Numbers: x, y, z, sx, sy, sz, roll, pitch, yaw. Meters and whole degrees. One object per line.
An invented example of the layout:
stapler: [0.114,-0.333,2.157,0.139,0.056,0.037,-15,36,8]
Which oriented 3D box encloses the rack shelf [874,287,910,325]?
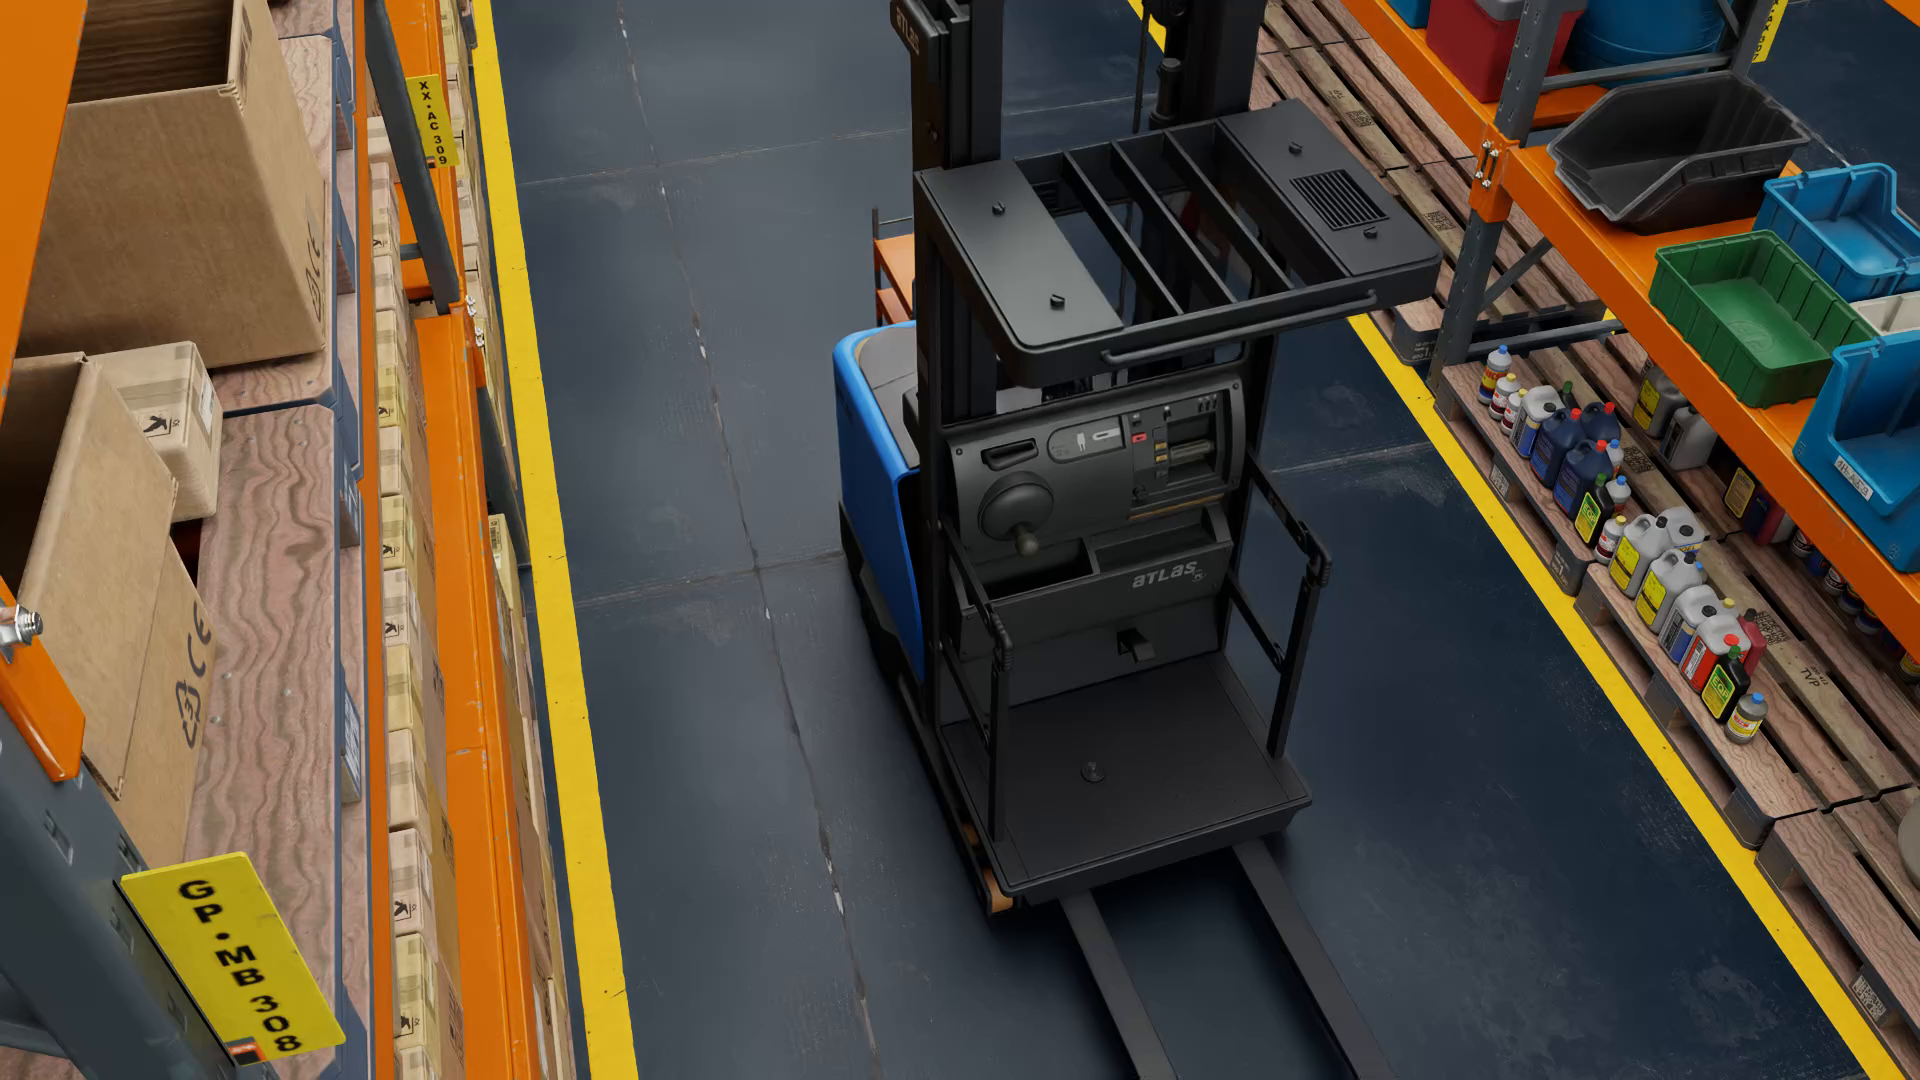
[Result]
rack shelf: [-0.139,-0.813,6.488,0.258,0.148,0.480,-14,47,-13]

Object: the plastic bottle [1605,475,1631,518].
plastic bottle: [2.505,-0.139,6.388,0.097,0.271,0.097,0,46,0]

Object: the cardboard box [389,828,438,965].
cardboard box: [-1.275,0.765,3.375,0.380,0.149,0.250,-11,47,-11]

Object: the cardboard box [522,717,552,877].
cardboard box: [-1.621,0.890,5.409,0.500,0.250,0.500,-11,47,-10]

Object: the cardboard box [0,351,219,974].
cardboard box: [-1.331,0.187,1.902,0.797,0.503,0.637,-8,46,-8]

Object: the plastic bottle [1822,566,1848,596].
plastic bottle: [3.300,0.106,6.197,0.097,0.201,0.097,0,46,0]

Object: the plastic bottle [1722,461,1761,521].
plastic bottle: [3.060,-0.217,6.457,0.061,0.283,0.133,-11,47,-10]

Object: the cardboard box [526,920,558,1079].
cardboard box: [-1.380,1.321,4.461,0.500,0.500,0.500,-11,47,-10]

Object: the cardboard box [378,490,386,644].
cardboard box: [-1.706,-0.039,3.710,0.700,0.500,0.500,-11,47,-10]

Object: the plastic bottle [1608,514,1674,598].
plastic bottle: [2.540,0.032,6.165,0.144,0.351,0.185,-11,47,-11]

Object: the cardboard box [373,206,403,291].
cardboard box: [-1.873,-0.837,4.946,0.380,0.149,0.250,-12,47,-11]

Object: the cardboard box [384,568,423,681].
cardboard box: [-1.473,0.233,3.897,0.380,0.149,0.250,-10,46,-10]

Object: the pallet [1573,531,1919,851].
pallet: [3.025,0.493,6.119,1.003,0.211,1.213,-11,47,-10]

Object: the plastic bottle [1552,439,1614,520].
plastic bottle: [2.432,-0.261,6.453,0.144,0.351,0.185,-13,47,-12]

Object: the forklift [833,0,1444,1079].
forklift: [0.493,-0.126,4.821,1.130,2.935,3.031,-14,47,-13]

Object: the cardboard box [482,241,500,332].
cardboard box: [-2.340,-1.114,7.372,0.500,0.250,0.500,-12,47,-12]

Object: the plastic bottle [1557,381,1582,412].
plastic bottle: [2.448,-0.503,6.736,0.061,0.283,0.133,-11,47,-10]

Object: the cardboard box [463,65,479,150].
cardboard box: [-2.730,-2.167,8.405,0.500,0.250,0.500,-11,47,-11]

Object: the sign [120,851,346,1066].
sign: [-0.649,0.386,1.504,0.100,0.325,0.005,-11,47,-10]

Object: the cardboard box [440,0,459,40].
cardboard box: [-2.863,-2.721,8.555,0.500,0.311,0.500,-10,46,-9]

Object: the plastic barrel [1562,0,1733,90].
plastic barrel: [2.772,-2.296,6.549,0.600,0.901,0.708,-11,47,-10]

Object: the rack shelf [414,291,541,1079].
rack shelf: [-1.700,0.738,4.431,1.077,0.370,4.000,-11,47,-10]

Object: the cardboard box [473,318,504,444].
cardboard box: [-2.077,-0.607,6.483,0.500,0.311,0.500,-11,47,-10]

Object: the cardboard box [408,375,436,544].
cardboard box: [-1.951,-0.262,4.836,0.700,0.500,0.500,-11,47,-11]

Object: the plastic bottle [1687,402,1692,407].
plastic bottle: [3.021,-0.633,6.817,0.144,0.351,0.185,-12,47,-11]

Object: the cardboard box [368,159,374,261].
cardboard box: [-2.092,-1.079,4.729,0.700,0.500,0.500,-10,47,-10]

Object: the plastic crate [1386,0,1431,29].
plastic crate: [1.995,-2.497,7.108,0.392,0.384,0.575,-11,47,-10]

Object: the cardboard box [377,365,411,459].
cardboard box: [-1.676,-0.306,4.425,0.380,0.149,0.250,-11,47,-11]

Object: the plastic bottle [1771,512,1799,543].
plastic bottle: [3.191,-0.138,6.384,0.152,0.276,0.135,-10,46,-10]

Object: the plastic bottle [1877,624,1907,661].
plastic bottle: [3.399,0.292,5.957,0.061,0.283,0.133,-10,46,-10]

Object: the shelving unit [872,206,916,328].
shelving unit: [-0.139,-0.704,6.600,0.258,1.200,0.503,-14,47,-13]

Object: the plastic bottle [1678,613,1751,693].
plastic bottle: [2.670,0.396,5.861,0.152,0.276,0.135,-10,46,-10]

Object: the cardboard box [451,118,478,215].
cardboard box: [-2.471,-1.668,7.523,0.500,0.311,0.500,-10,46,-9]

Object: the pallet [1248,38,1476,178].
pallet: [2.023,-2.201,8.759,1.003,0.211,1.213,-11,47,-10]

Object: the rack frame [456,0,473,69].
rack frame: [-3.236,-3.657,8.233,1.000,3.000,0.127,-11,47,-10]

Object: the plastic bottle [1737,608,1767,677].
plastic bottle: [2.773,0.374,5.877,0.061,0.283,0.133,-11,47,-10]

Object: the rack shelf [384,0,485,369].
rack shelf: [-2.724,-2.024,7.137,1.077,0.370,4.000,-11,47,-10]

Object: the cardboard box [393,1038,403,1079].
cardboard box: [-1.308,1.016,2.675,0.700,0.500,0.500,-11,47,-10]

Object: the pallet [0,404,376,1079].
pallet: [-1.344,0.355,2.264,1.003,0.211,1.213,-11,47,-10]

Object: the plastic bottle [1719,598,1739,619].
plastic bottle: [2.750,0.291,6.016,0.097,0.201,0.097,0,46,0]

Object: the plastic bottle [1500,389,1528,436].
plastic bottle: [2.288,-0.532,6.822,0.097,0.201,0.097,0,46,0]

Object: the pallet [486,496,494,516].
pallet: [-2.438,-0.421,7.014,1.003,0.211,1.213,-11,47,-10]

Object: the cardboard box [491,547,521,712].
cardboard box: [-1.765,0.286,5.476,0.500,0.500,0.500,-11,47,-10]

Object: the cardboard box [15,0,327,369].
cardboard box: [-1.348,-0.611,2.686,0.500,0.500,0.500,-11,47,-10]

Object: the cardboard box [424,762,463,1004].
cardboard box: [-1.555,0.801,3.794,0.700,0.500,0.500,-10,46,-10]

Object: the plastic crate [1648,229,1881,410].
plastic crate: [2.652,-0.735,5.519,0.450,0.188,0.662,-11,47,-10]

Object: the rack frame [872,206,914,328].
rack frame: [-0.220,-0.868,6.761,0.240,1.200,0.015,-14,47,-13]
